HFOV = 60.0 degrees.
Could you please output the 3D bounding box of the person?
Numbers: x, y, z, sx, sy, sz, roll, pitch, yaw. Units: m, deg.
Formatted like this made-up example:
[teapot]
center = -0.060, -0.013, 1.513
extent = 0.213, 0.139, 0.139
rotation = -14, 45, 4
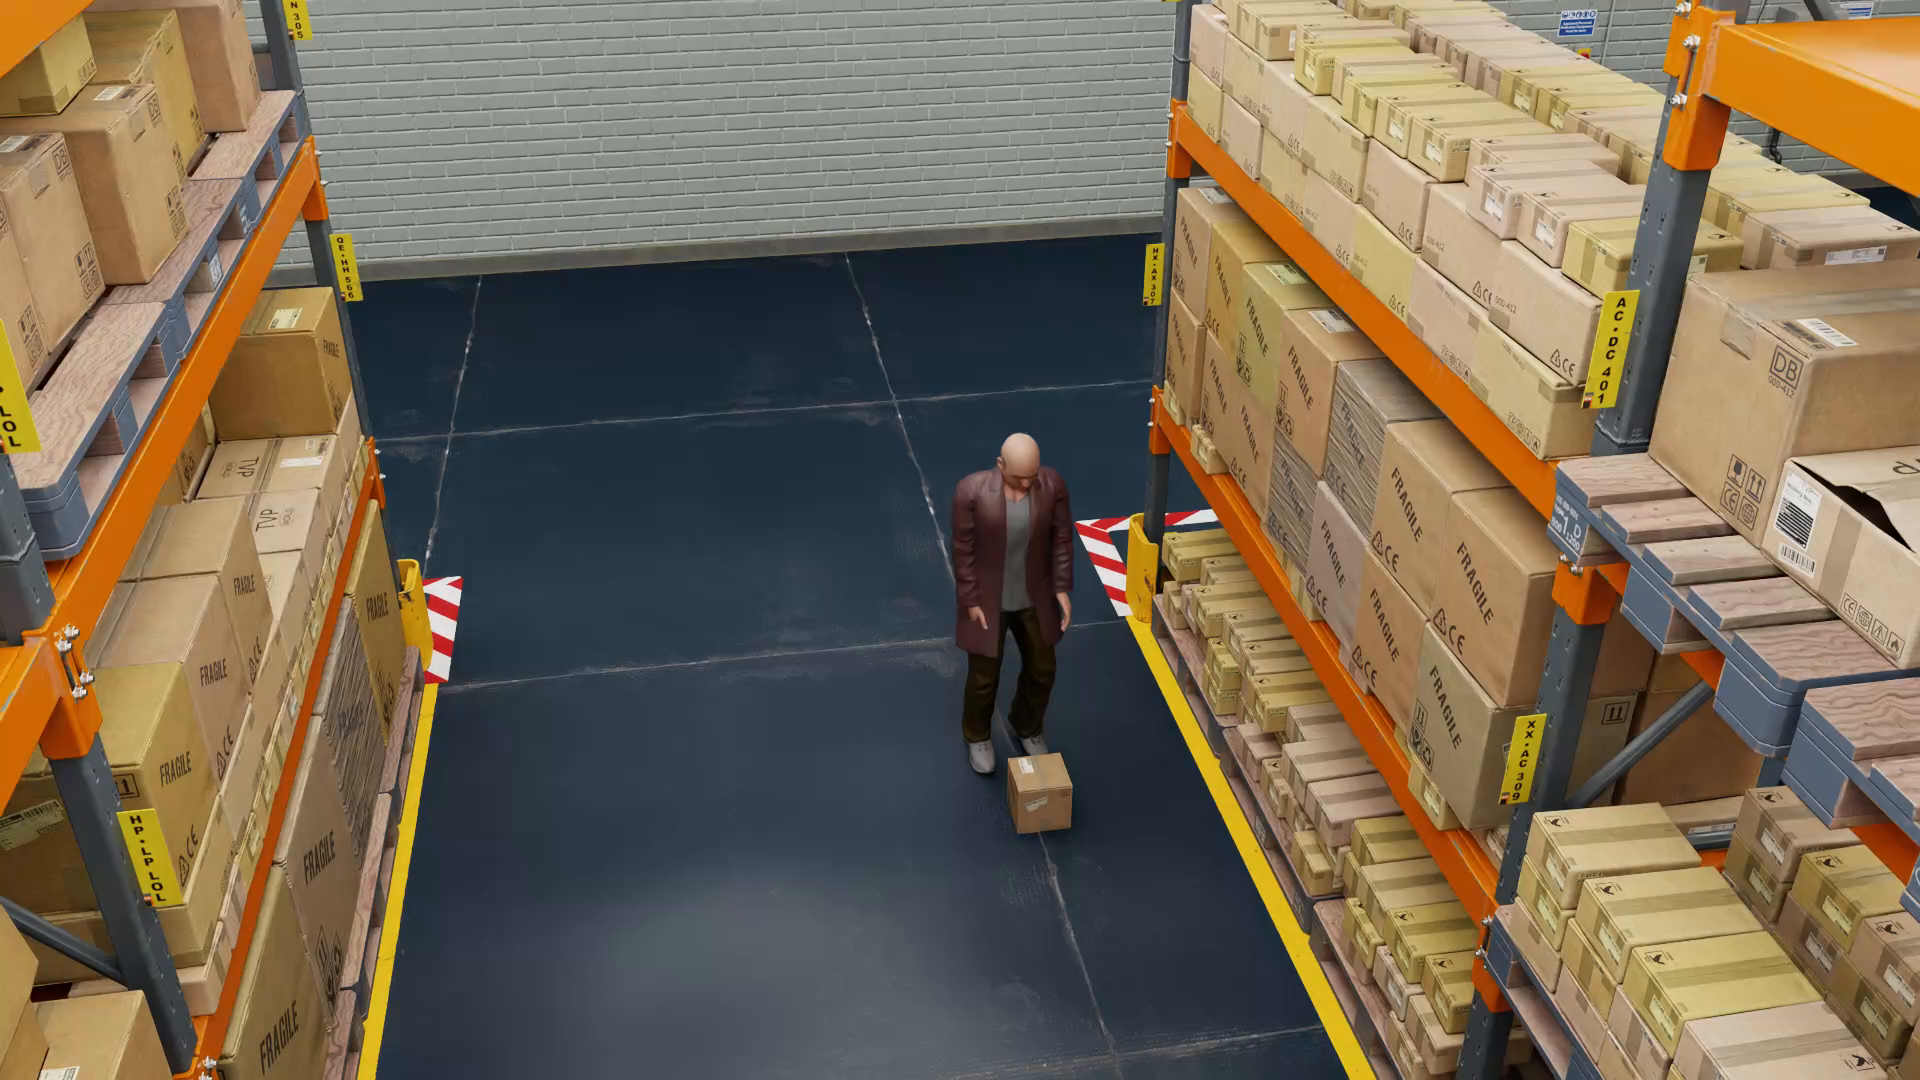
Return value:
[person]
center = 0.248, 0.277, 7.726
extent = 0.579, 1.747, 0.394
rotation = -7, 31, -12
